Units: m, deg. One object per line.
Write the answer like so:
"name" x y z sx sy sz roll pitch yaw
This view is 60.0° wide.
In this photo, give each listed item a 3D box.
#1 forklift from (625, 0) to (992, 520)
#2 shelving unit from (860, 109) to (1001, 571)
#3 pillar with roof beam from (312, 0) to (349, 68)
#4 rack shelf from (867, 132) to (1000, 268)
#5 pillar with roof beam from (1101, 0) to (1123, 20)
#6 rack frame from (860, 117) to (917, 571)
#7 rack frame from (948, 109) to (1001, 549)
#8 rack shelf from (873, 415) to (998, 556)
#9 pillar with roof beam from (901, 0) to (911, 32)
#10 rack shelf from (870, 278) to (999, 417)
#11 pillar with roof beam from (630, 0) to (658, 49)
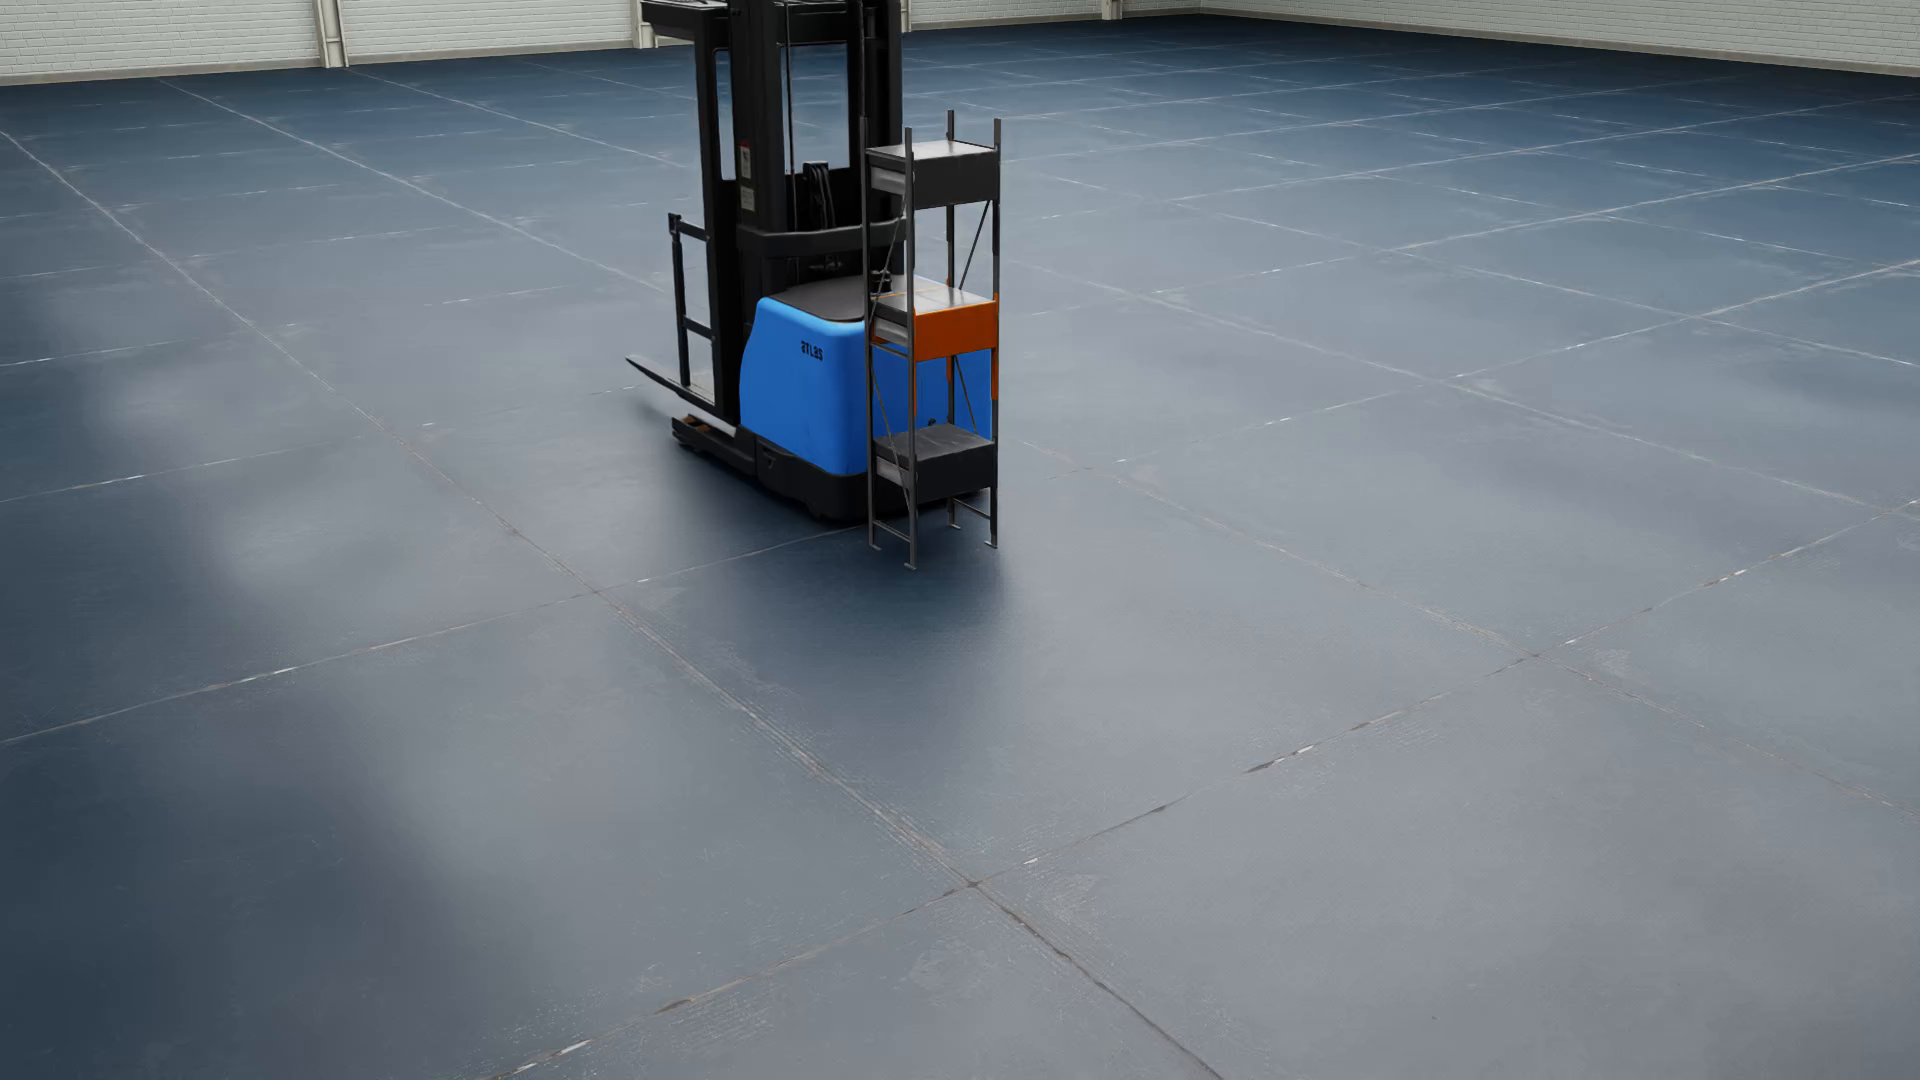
"forklift" -1.043 -1.952 9.351 1.130 2.935 3.031 -14 26 -32
"shelving unit" -0.134 -0.939 7.934 0.503 2.100 0.431 -15 26 -33
"pillar with roof beam" -8.528 -11.252 24.468 0.400 9.000 9.100 -15 26 -33
"rack shelf" -0.134 -1.577 7.679 0.480 0.518 0.431 -15 26 -33
"pillar with roof beam" 6.084 -15.148 34.231 0.400 9.000 9.100 -15 26 -33
"rack frame" -0.332 -0.887 7.801 0.015 2.100 0.400 -15 26 -33
"rack frame" 0.064 -0.992 8.066 0.015 2.100 0.400 -15 26 -33
"rack shelf" -0.134 -0.277 8.198 0.480 0.518 0.431 -15 26 -33
"pillar with roof beam" 1.213 -13.849 30.977 0.400 9.000 9.100 -15 26 -33
"rack shelf" -0.134 -0.927 7.939 0.480 0.518 0.431 -15 26 -33
"pillar with roof beam" -3.657 -12.550 27.722 0.400 9.000 9.100 -15 26 -33
